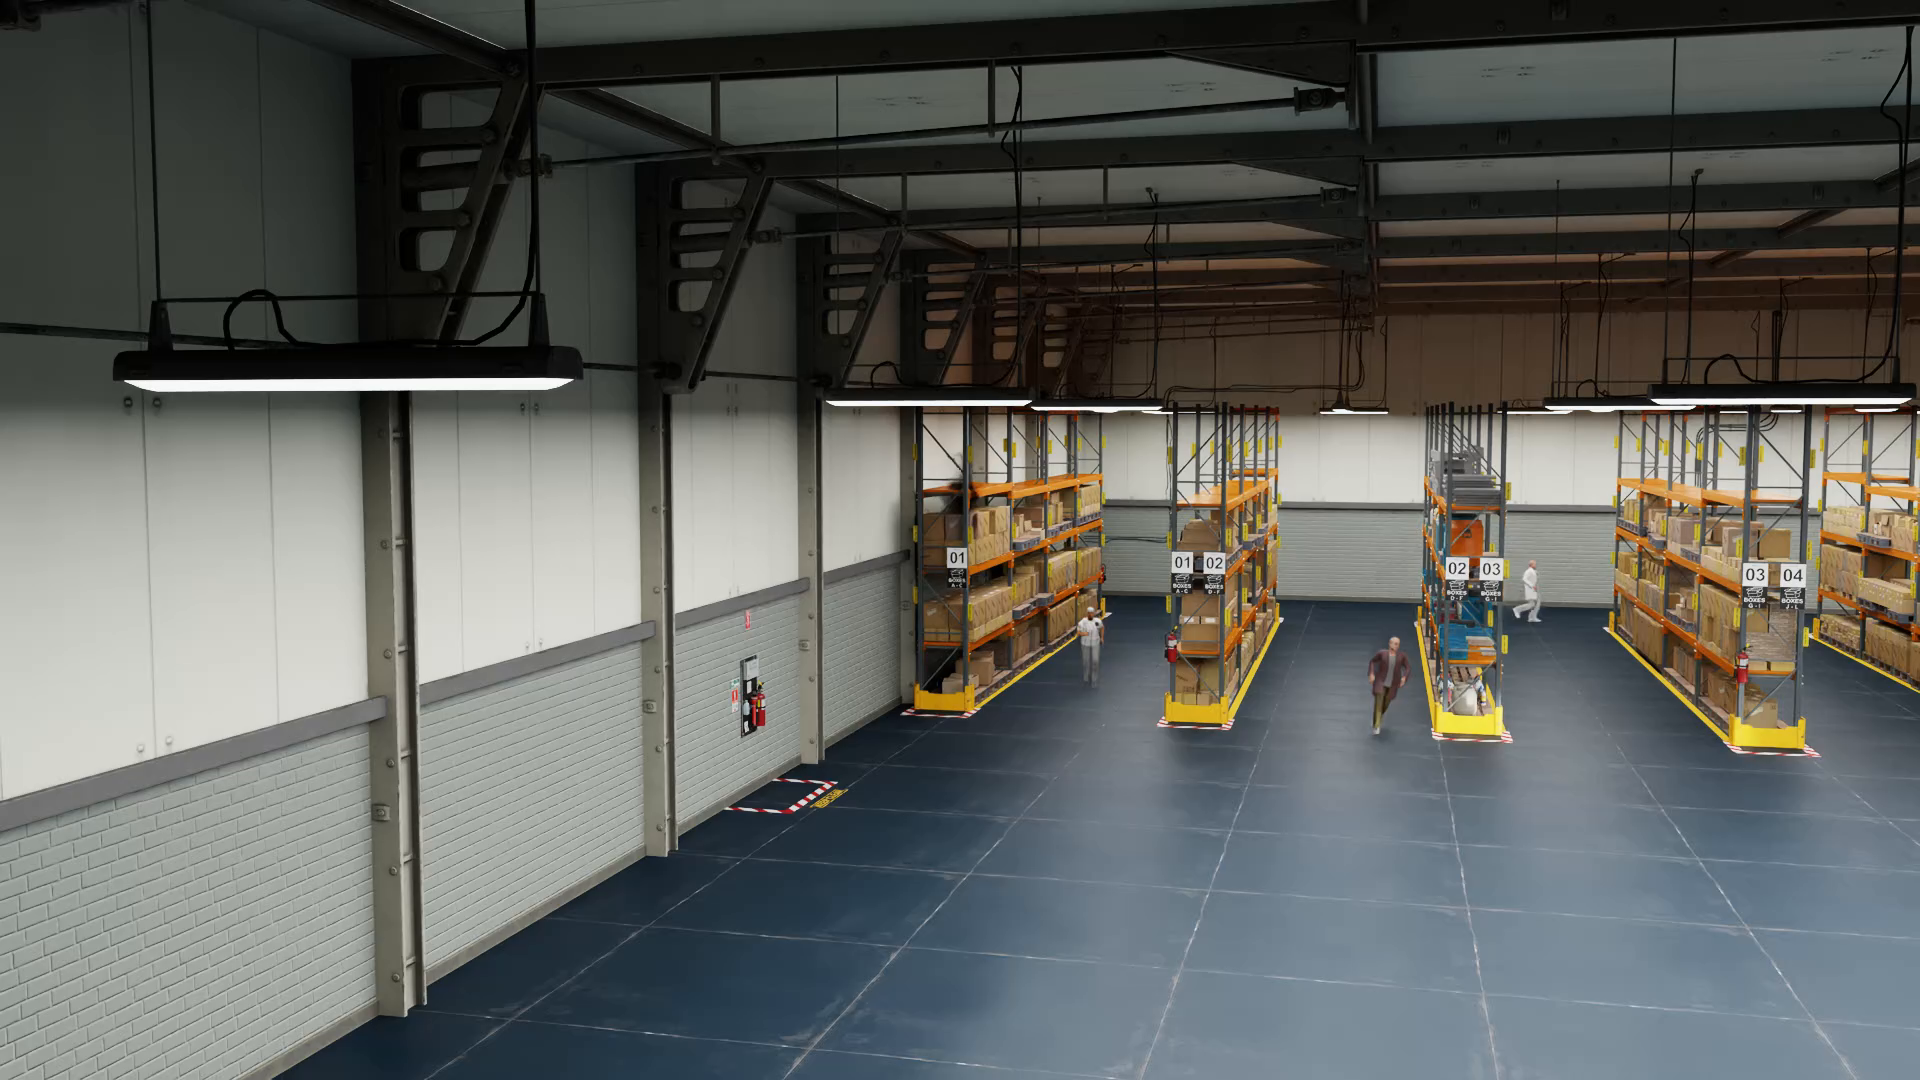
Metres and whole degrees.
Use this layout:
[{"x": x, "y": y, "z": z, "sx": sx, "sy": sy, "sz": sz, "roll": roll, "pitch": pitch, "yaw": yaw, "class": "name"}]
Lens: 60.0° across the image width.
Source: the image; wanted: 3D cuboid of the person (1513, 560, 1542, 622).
[{"x": 15.964, "y": 1.428, "z": 46.652, "sx": 0.792, "sy": 1.727, "sz": 0.750, "roll": 2, "pitch": 5, "yaw": 29, "class": "person"}]

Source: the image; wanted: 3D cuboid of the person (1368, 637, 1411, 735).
[{"x": 7.809, "y": 2.625, "z": 30.265, "sx": 0.774, "sy": 1.740, "sz": 0.965, "roll": 0, "pitch": 4, "yaw": 2, "class": "person"}]

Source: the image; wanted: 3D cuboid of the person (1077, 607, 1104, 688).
[{"x": 2.782, "y": 2.275, "z": 35.455, "sx": 0.584, "sy": 1.724, "sz": 0.840, "roll": 0, "pitch": 4, "yaw": 4, "class": "person"}]
